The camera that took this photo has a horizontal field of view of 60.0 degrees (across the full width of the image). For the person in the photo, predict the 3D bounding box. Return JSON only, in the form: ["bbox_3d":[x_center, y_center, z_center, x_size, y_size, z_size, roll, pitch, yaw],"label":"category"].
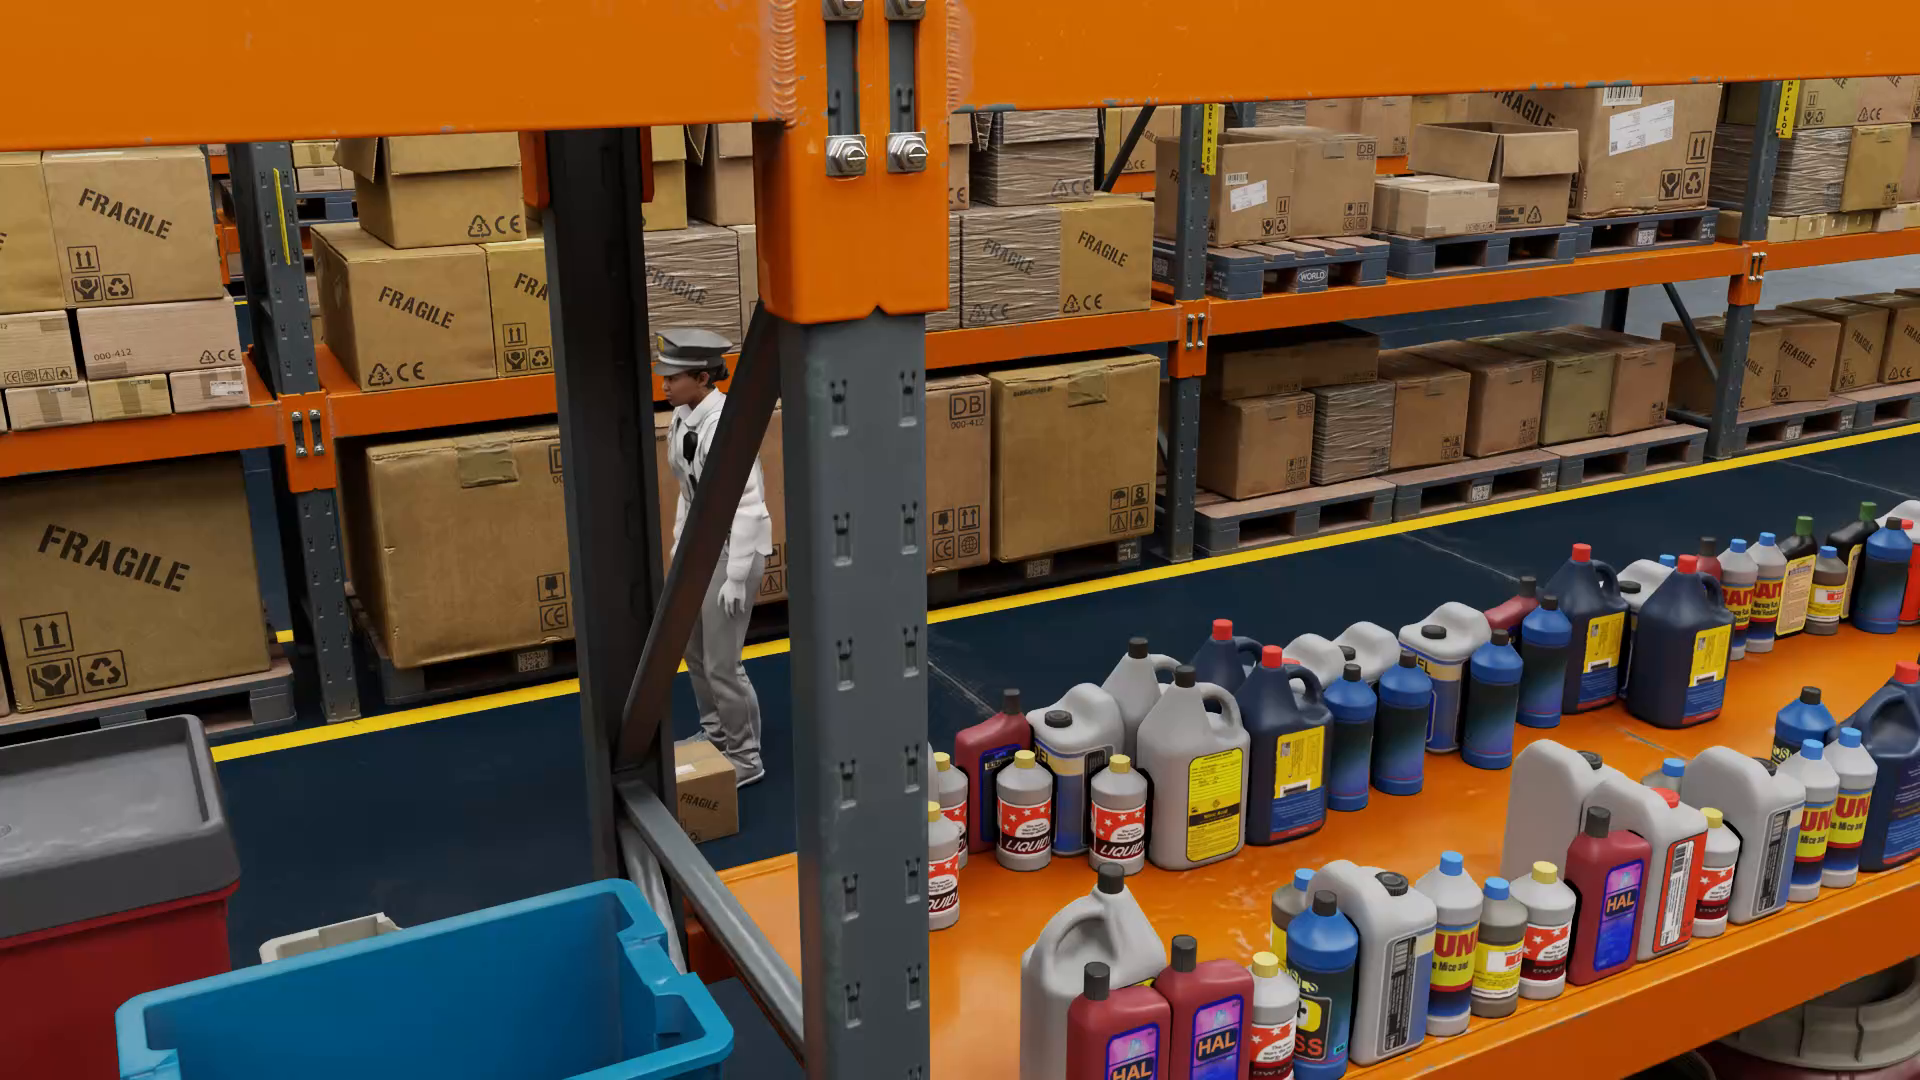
[{"bbox_3d":[-0.863,0.073,5.836,0.374,1.664,0.546,-11,21,-29],"label":"person"}]
